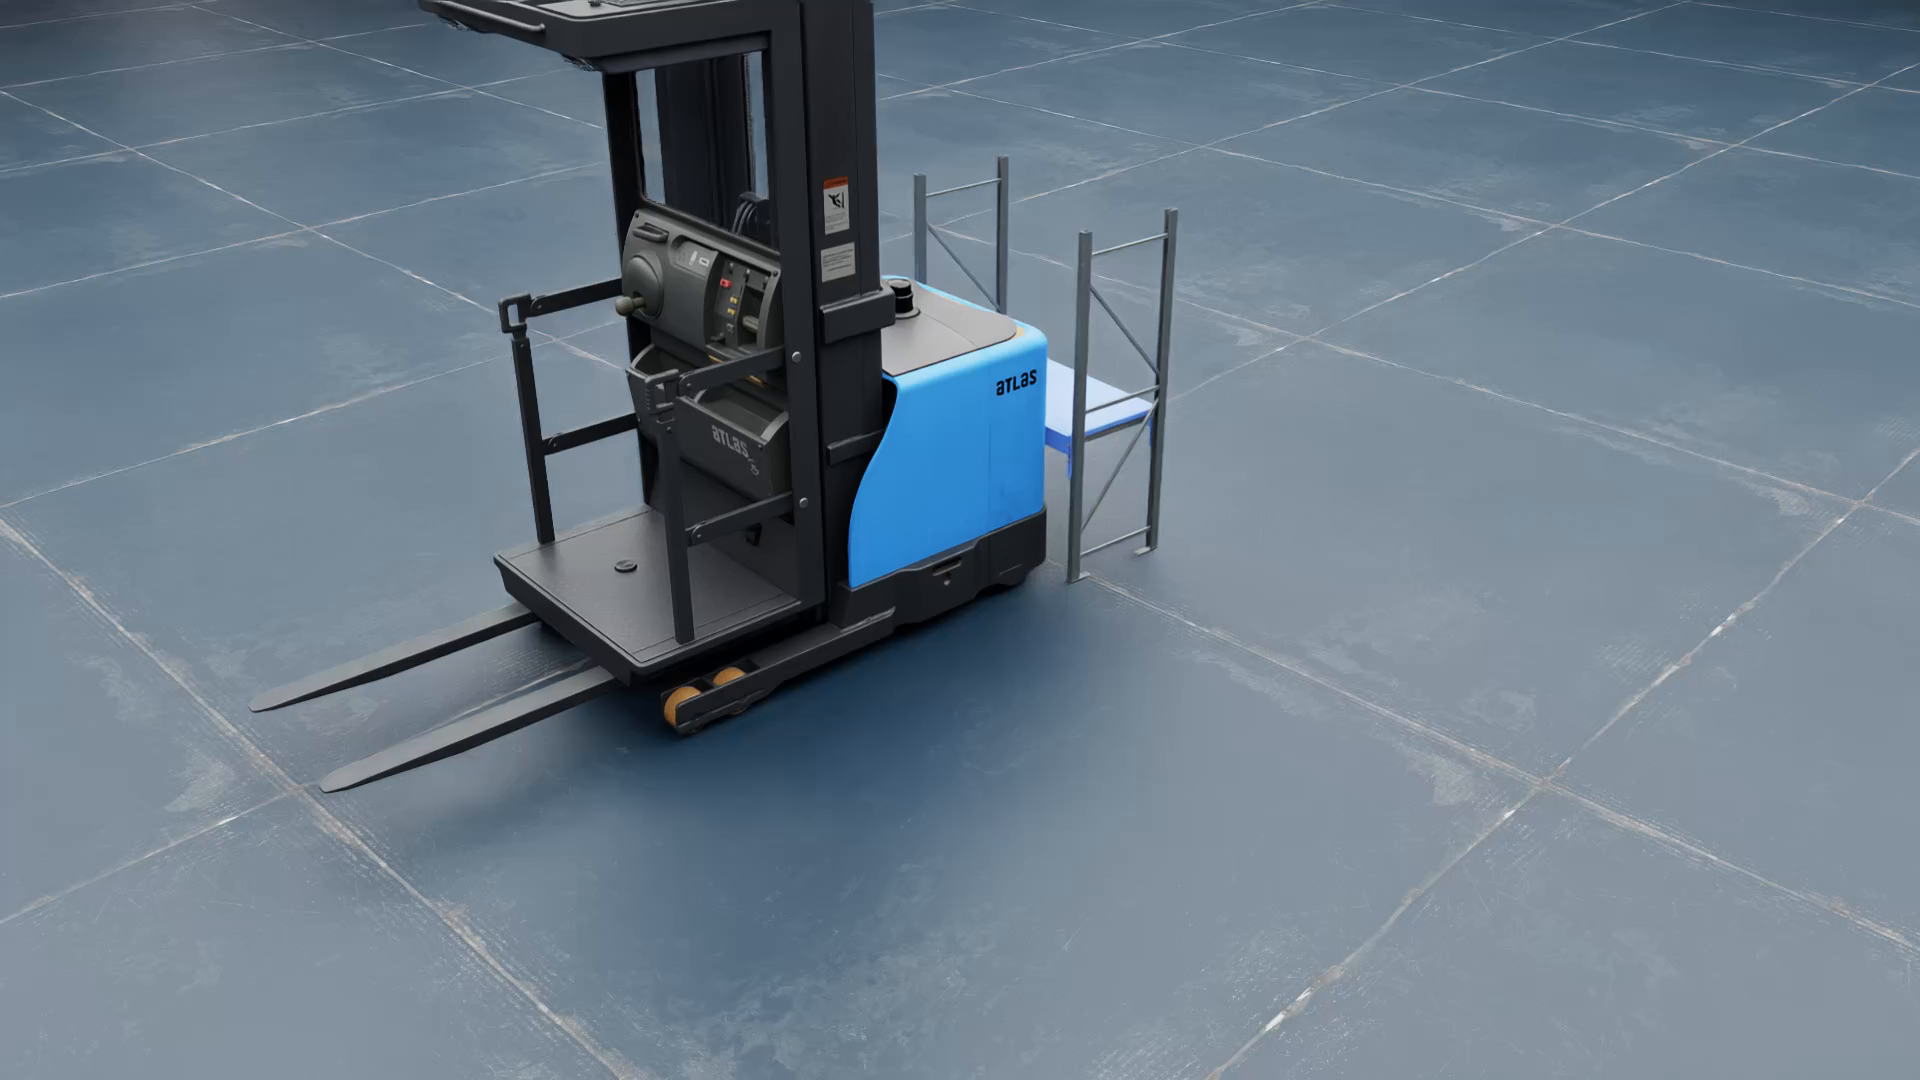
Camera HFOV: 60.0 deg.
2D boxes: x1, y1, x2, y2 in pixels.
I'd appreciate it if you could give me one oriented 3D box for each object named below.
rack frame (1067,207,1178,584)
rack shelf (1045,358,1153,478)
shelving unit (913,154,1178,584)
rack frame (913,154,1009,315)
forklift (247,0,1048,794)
[{"bbox_3d":[0.648,-0.561,6.705,0.500,1.500,0.032,-21,34,-34],"label":"rack frame"},{"bbox_3d":[0.329,-0.586,7.138,0.538,0.185,1.000,-21,34,-34],"label":"rack shelf"},{"bbox_3d":[0.329,-0.745,7.055,0.538,1.500,1.048,-21,34,-34],"label":"shelving unit"},{"bbox_3d":[0.009,-0.929,7.405,0.500,1.500,0.032,-21,34,-34],"label":"rack frame"},{"bbox_3d":[-1.084,-0.881,5.776,3.031,2.935,1.130,-22,35,-36],"label":"forklift"}]
